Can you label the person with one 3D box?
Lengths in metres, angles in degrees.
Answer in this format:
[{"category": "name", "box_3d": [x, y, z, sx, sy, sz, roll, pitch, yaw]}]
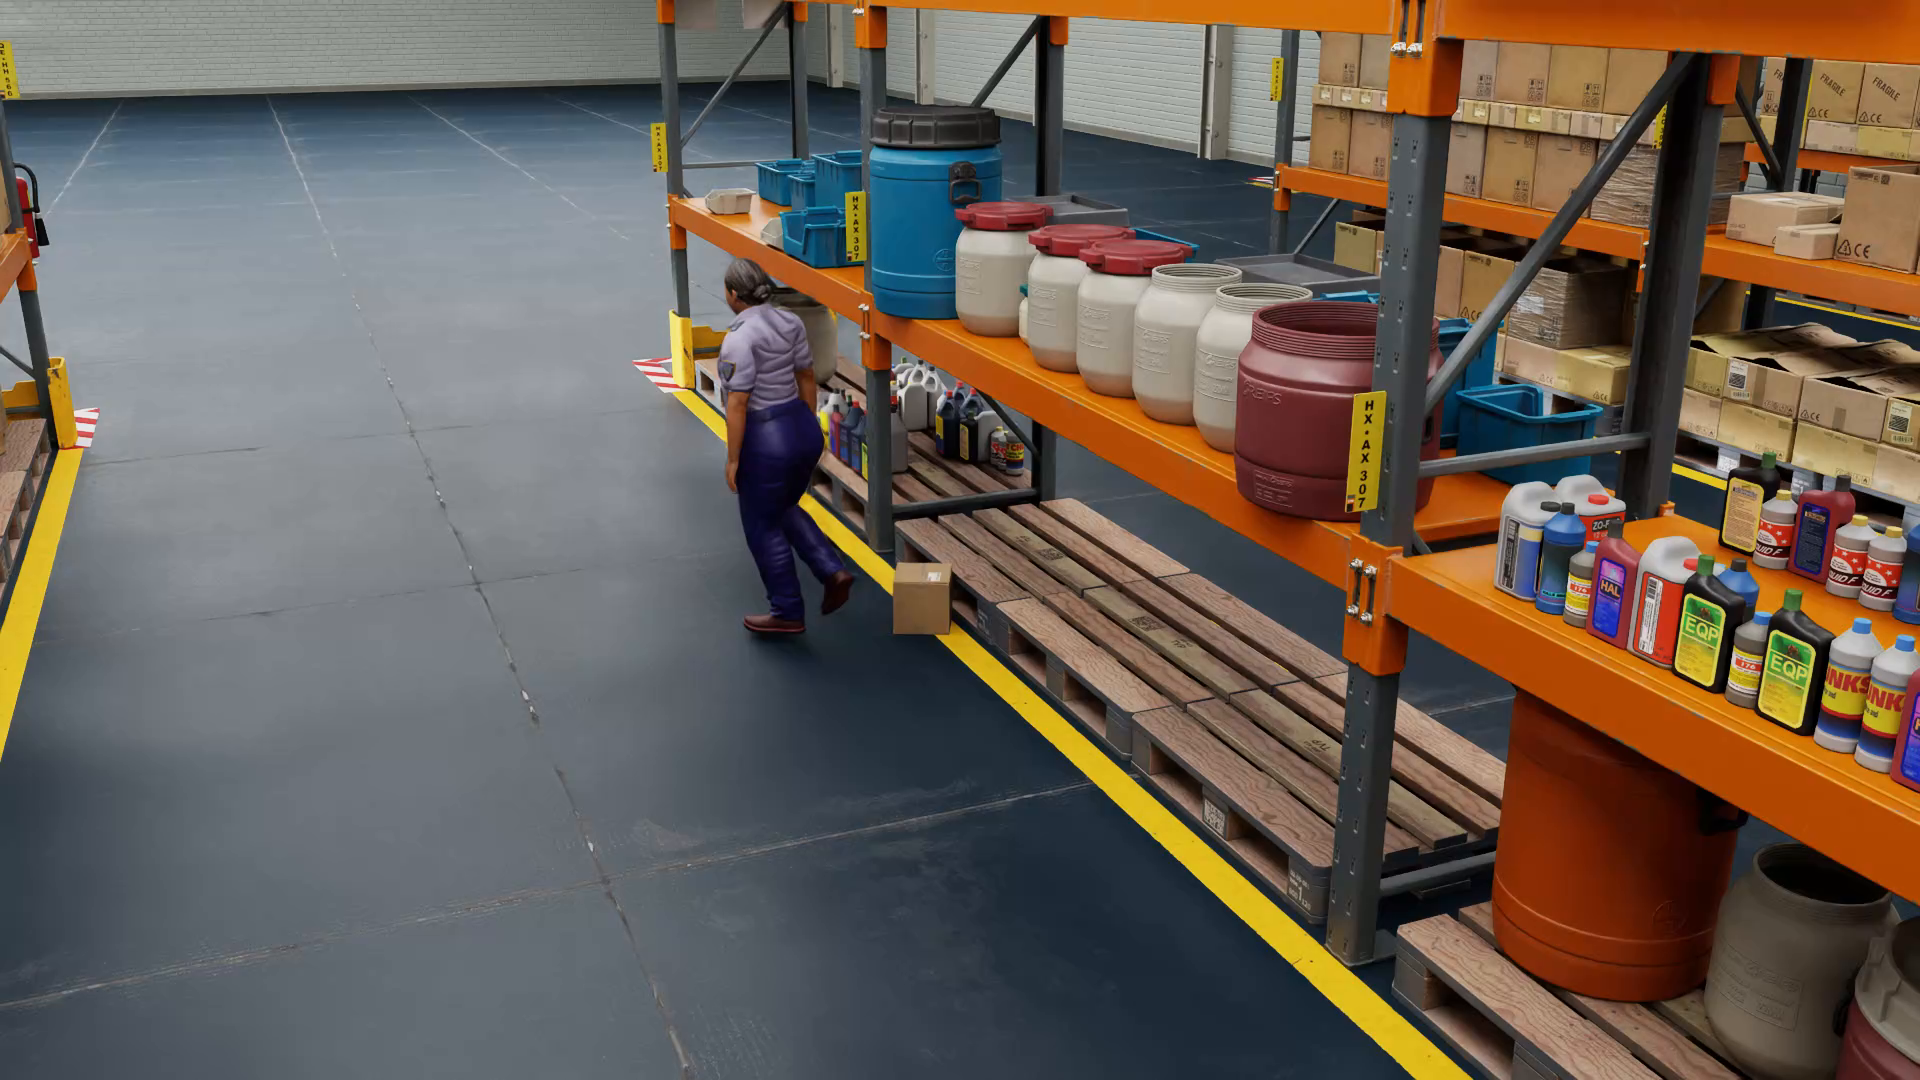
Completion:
[{"category": "person", "box_3d": [-0.757, -0.390, 7.160, 0.518, 1.633, 0.512, 11, 22, 28]}]
